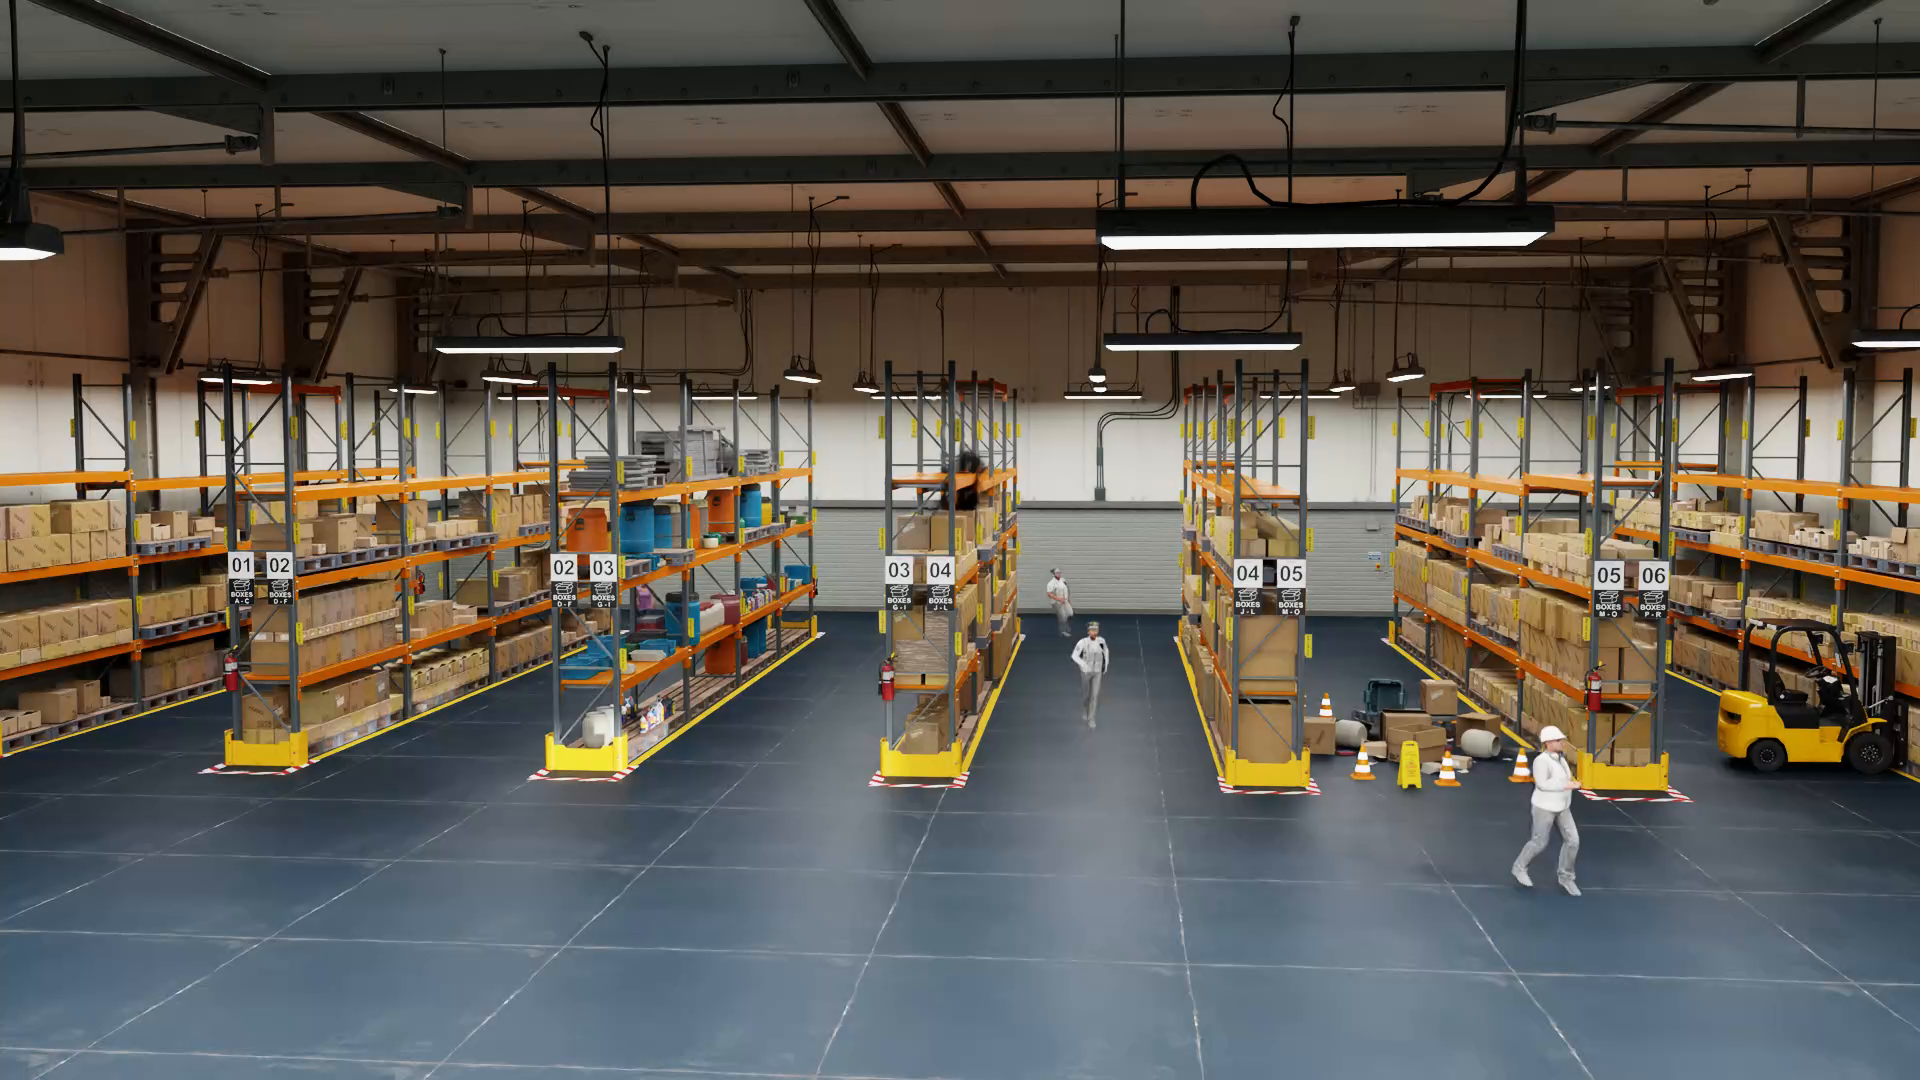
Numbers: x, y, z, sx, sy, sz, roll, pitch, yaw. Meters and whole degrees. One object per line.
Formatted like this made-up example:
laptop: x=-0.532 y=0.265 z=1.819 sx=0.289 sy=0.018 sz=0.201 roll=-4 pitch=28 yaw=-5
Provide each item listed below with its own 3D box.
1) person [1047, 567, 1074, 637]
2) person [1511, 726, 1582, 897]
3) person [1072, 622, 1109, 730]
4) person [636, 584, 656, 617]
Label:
person: x=2.442 y=1.499 z=40.234 sx=0.695 sy=1.708 sz=0.573 roll=-2 pitch=4 yaw=-32
person: x=6.384 y=2.928 z=18.028 sx=0.672 sy=1.840 sz=0.786 roll=-3 pitch=5 yaw=-40
person: x=2.109 y=2.136 z=26.673 sx=0.640 sy=1.695 sz=0.845 roll=-1 pitch=4 yaw=-10
person: x=-7.408 y=1.649 z=38.972 sx=0.530 sy=1.589 sz=0.639 roll=0 pitch=4 yaw=-1
